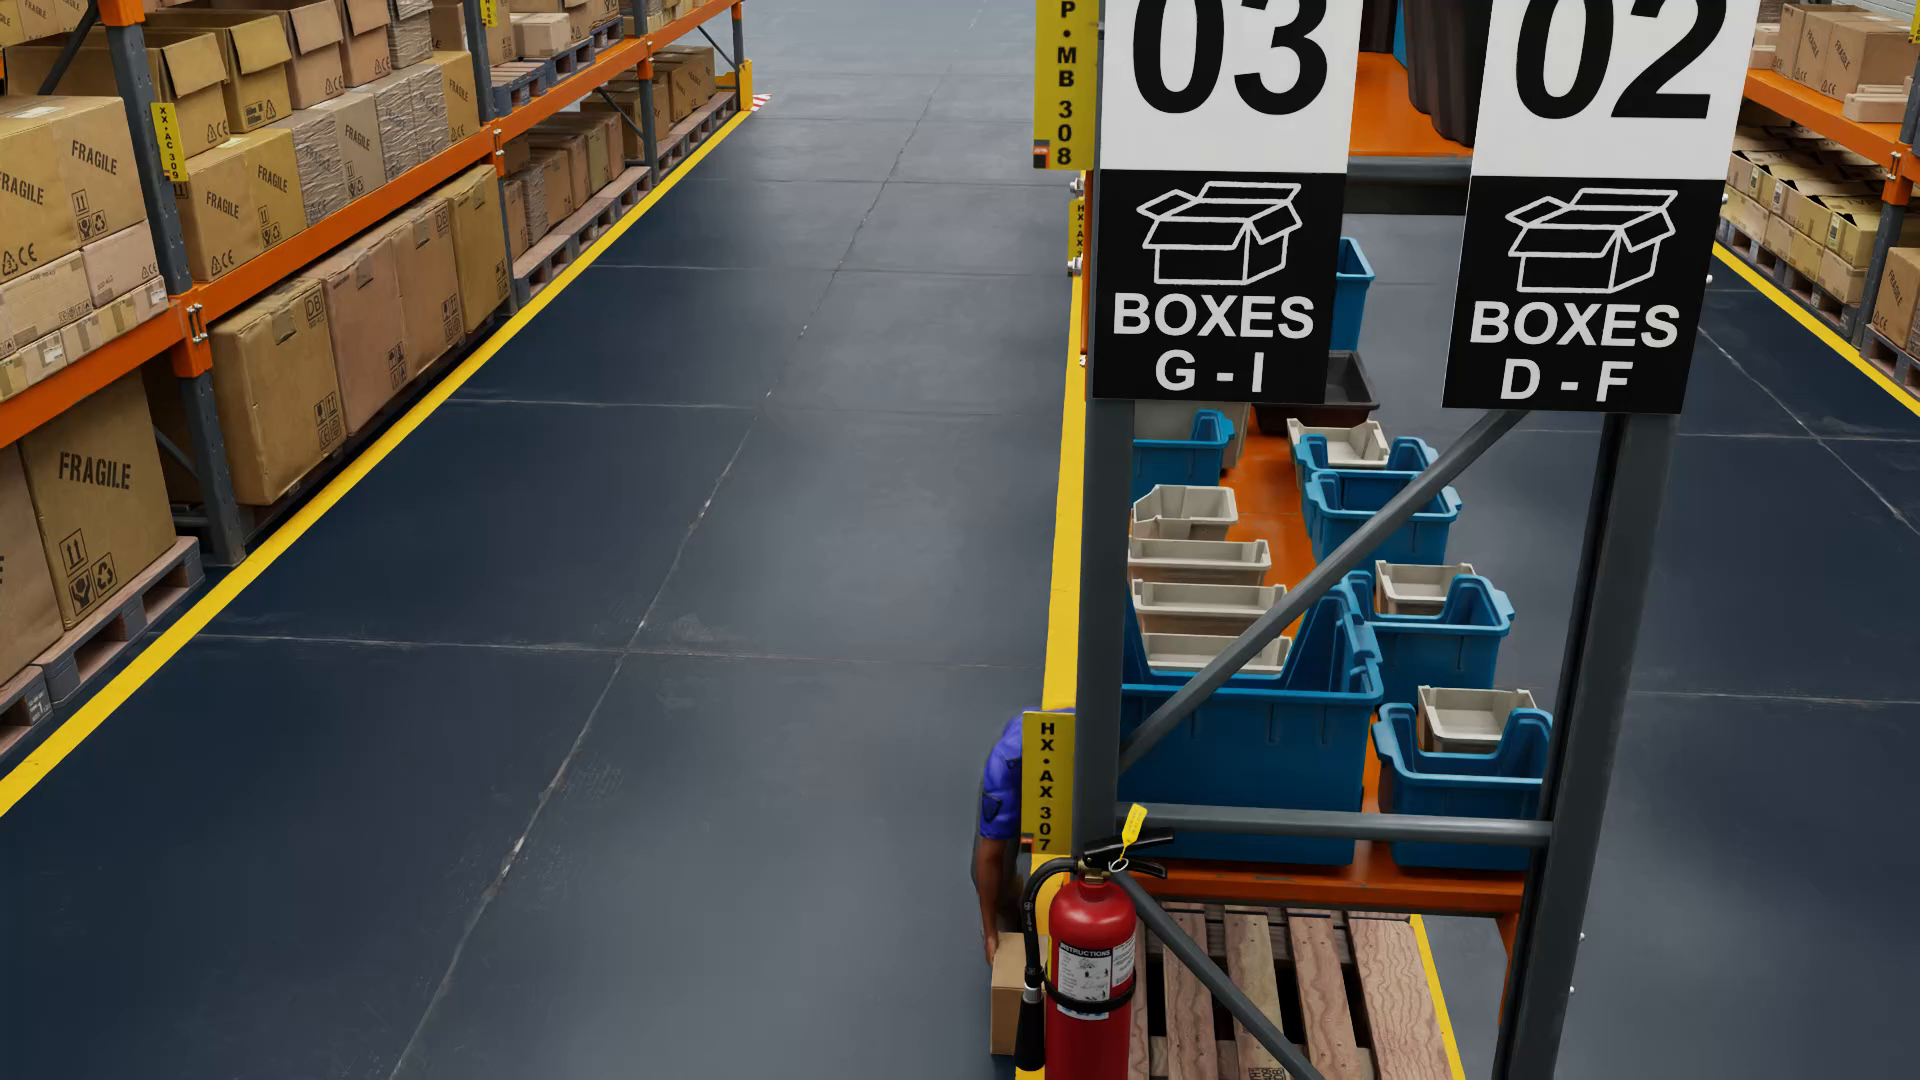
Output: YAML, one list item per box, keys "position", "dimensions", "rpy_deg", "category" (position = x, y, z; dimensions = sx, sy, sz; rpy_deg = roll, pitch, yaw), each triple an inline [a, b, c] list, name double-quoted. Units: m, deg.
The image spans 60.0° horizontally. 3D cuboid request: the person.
- position: [0.278, 0.864, 5.088]
  dimensions: [0.485, 0.950, 0.795]
  rpy_deg: [2, 25, 4]
  category: "person"
